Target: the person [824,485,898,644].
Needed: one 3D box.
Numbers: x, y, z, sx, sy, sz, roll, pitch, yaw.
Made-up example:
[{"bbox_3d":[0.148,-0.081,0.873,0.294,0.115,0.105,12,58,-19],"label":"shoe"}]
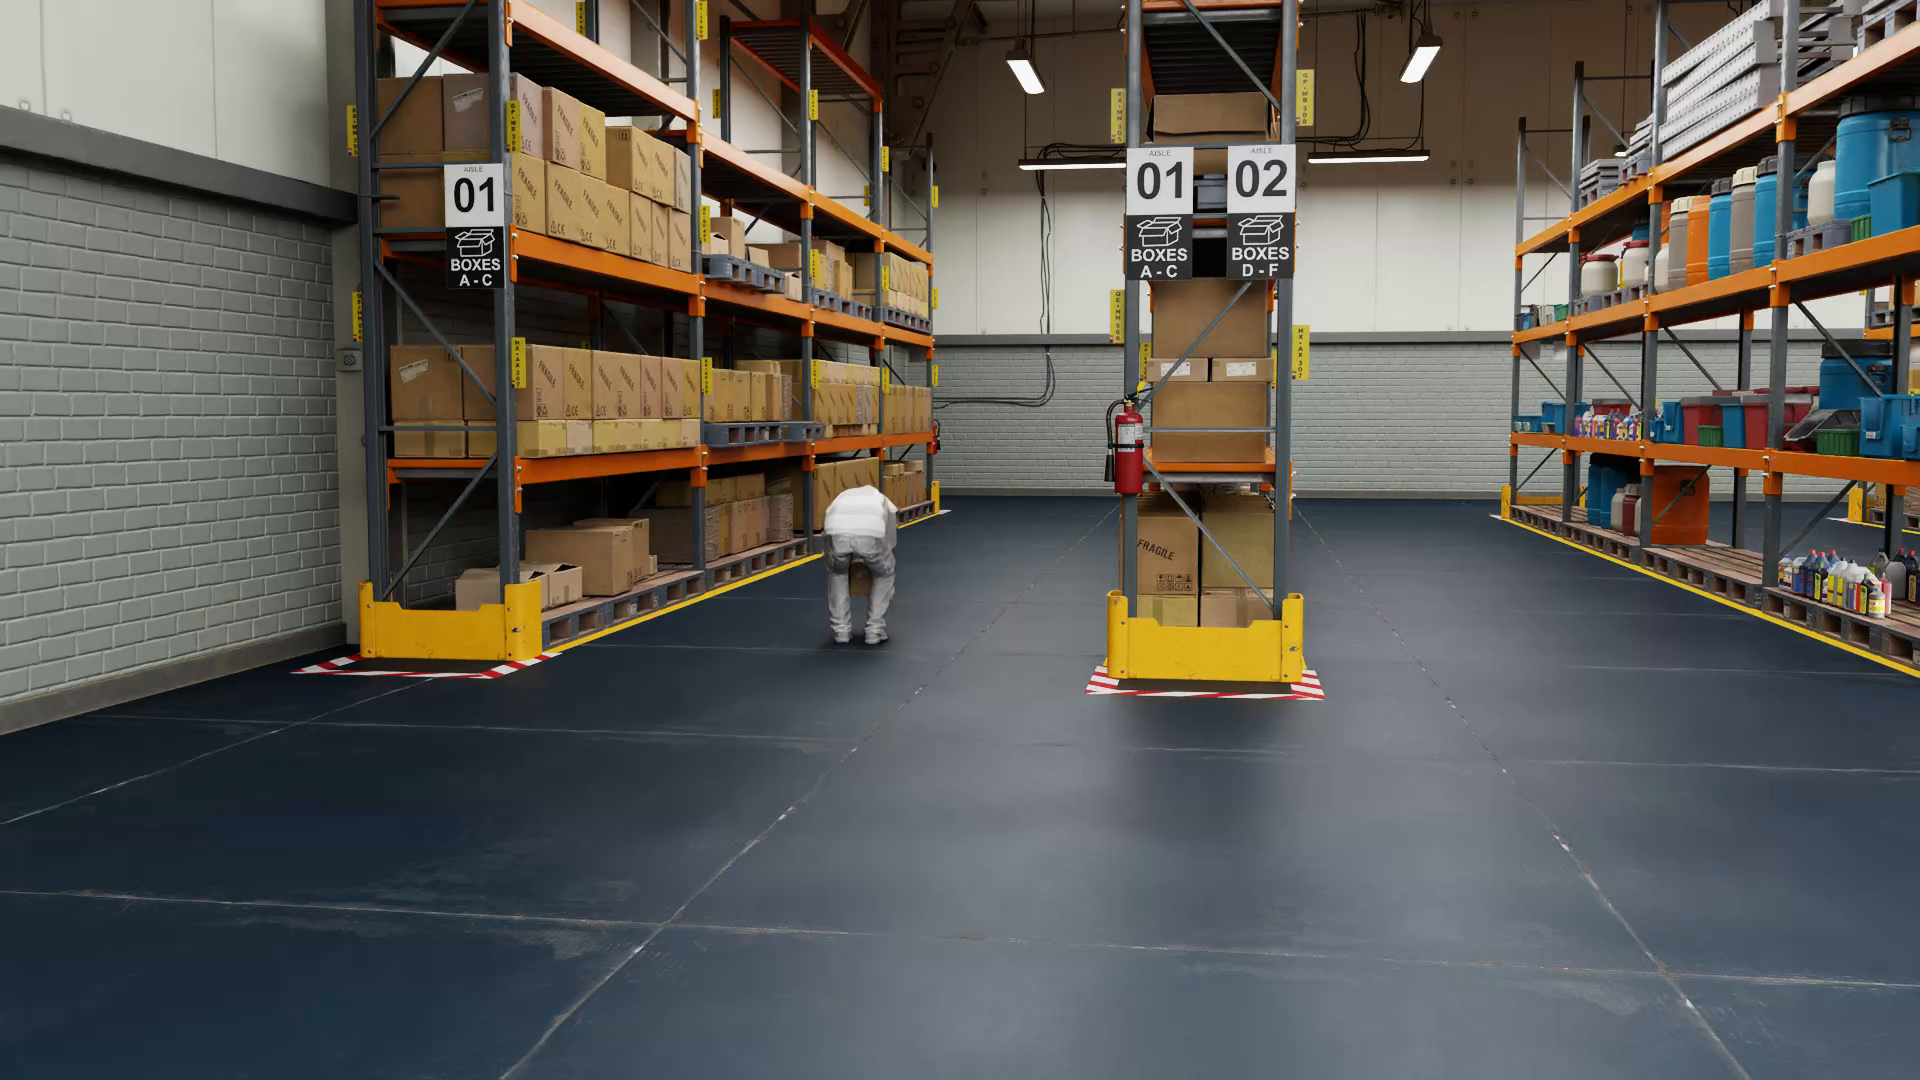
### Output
[{"bbox_3d":[-0.713,0.162,11.890,0.531,1.083,0.977,0,4,6],"label":"person"}]
